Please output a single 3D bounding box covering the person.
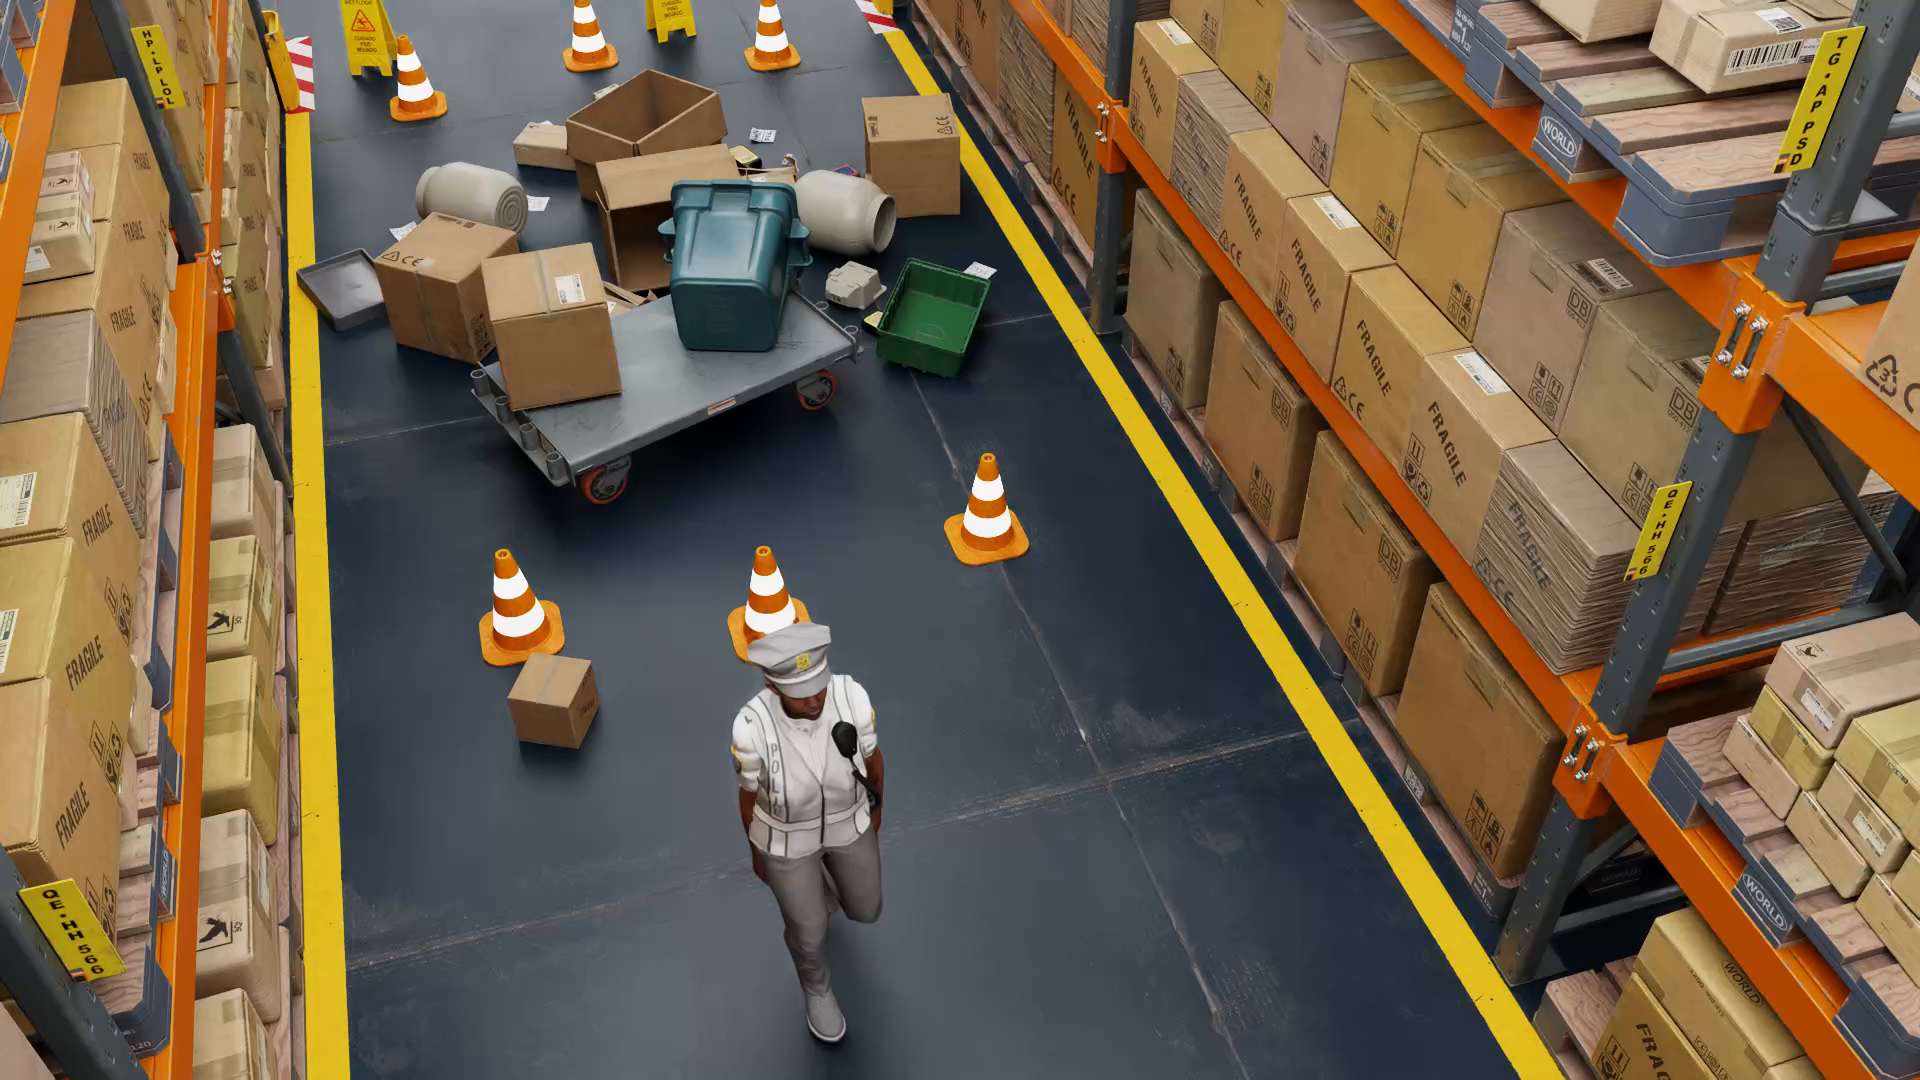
[{"bbox_3d":[-0.460,0.851,5.182,0.454,1.671,0.606,-16,45,-16],"label":"person"}]
